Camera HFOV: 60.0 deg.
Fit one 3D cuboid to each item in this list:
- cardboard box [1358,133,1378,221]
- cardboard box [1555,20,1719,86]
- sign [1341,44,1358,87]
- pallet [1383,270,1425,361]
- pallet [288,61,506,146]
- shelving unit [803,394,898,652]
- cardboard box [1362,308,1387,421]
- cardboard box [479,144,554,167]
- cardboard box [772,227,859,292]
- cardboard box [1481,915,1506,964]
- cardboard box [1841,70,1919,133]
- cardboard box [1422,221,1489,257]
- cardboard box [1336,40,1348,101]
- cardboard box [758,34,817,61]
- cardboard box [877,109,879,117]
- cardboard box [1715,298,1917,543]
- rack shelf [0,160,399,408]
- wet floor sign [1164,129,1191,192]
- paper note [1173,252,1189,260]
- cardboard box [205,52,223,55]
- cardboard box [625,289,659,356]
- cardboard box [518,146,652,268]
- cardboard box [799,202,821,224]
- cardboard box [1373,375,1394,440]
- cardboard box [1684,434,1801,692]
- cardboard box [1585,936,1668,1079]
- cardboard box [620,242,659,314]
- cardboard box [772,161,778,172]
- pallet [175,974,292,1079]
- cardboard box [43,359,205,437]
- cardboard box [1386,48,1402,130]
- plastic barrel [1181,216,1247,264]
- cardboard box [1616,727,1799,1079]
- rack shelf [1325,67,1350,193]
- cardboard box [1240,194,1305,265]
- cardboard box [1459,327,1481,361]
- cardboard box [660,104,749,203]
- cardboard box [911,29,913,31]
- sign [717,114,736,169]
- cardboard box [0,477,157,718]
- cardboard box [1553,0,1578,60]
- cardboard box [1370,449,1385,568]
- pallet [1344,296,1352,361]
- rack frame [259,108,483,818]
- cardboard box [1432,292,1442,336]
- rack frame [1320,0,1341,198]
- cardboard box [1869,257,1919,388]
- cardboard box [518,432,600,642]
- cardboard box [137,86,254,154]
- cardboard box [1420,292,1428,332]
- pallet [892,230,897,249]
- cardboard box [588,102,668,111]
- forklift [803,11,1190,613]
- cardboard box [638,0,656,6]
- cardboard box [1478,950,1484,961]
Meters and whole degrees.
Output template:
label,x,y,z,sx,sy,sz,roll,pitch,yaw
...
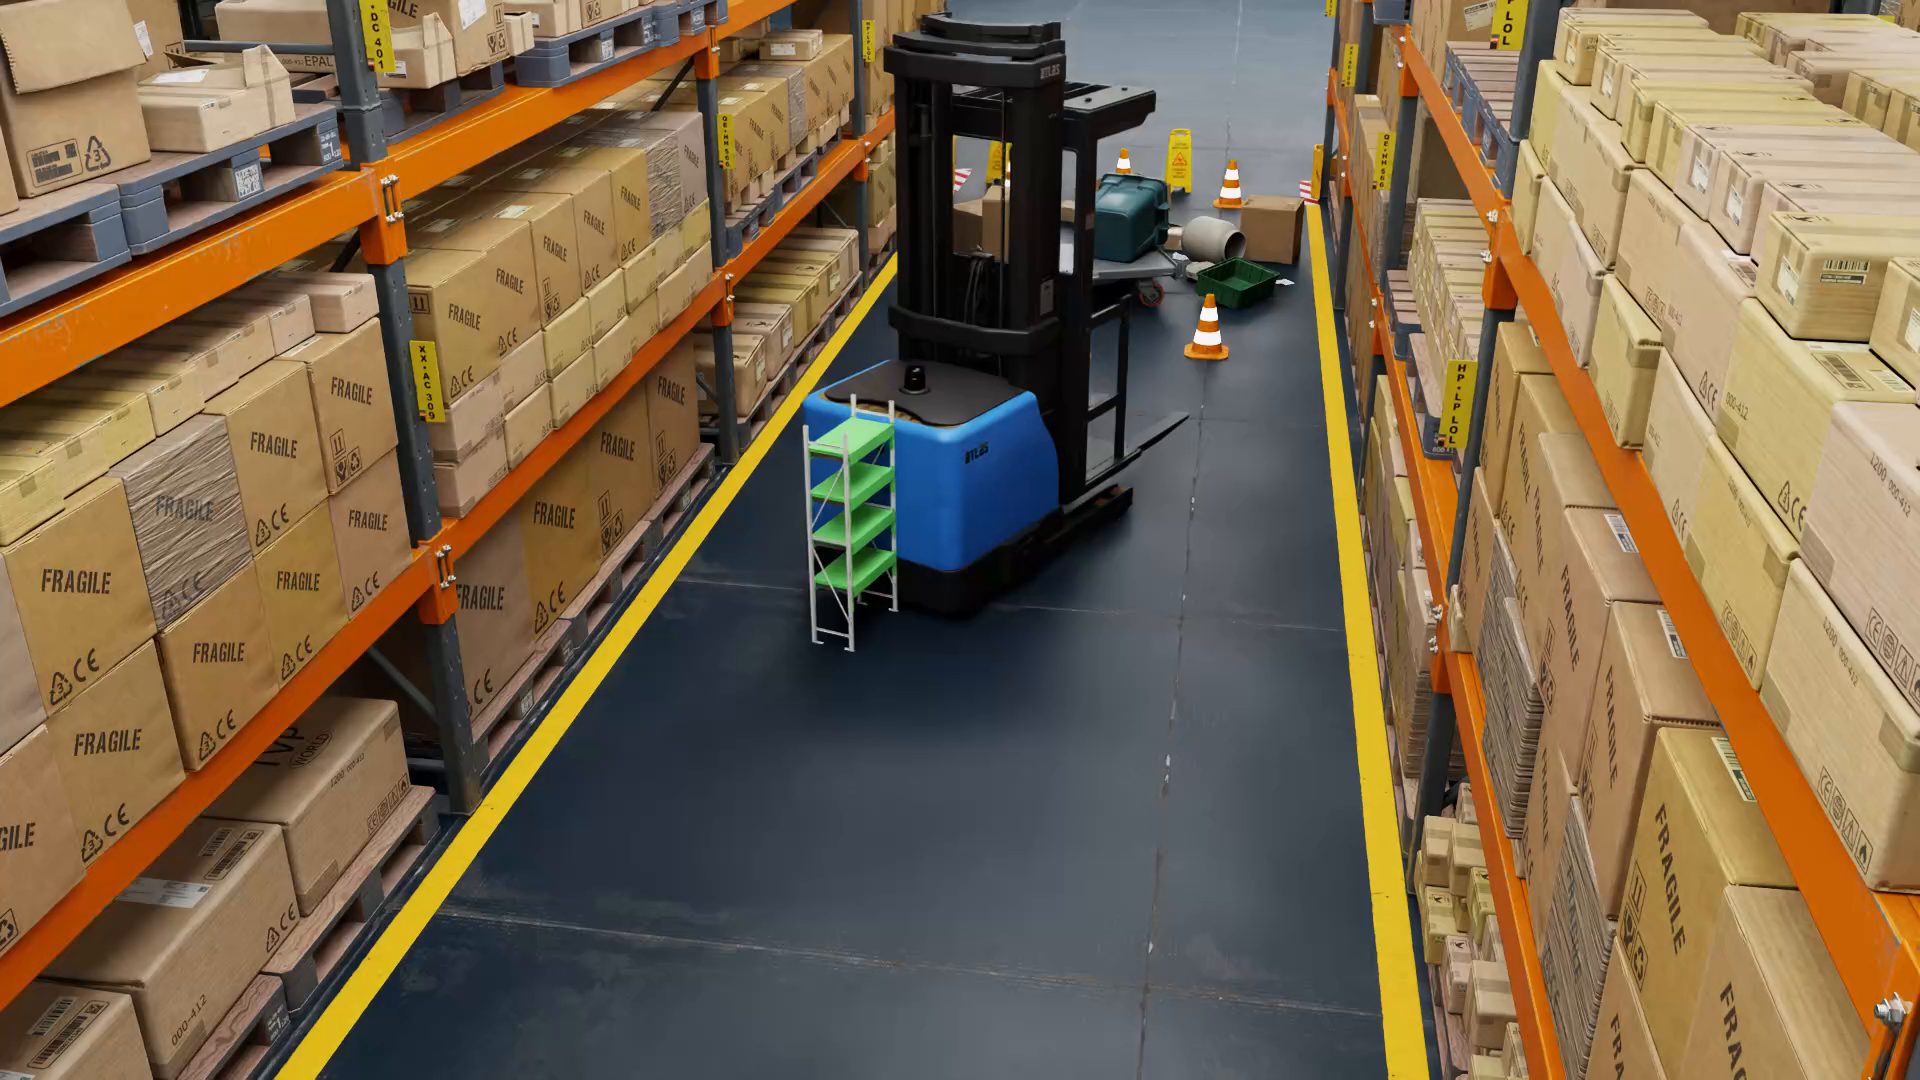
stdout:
label,x,y,z,sx,sy,sz,roll,pitch,yaw
cardboard box,3.010,-2.474,11.380,0.500,0.500,0.500,4,25,9
cardboard box,1.940,-1.398,4.777,0.380,0.149,0.250,3,25,6
sign,3.063,-3.729,13.063,0.100,0.325,0.005,4,25,9
pallet,2.946,-1.198,8.996,1.213,0.211,1.003,4,25,9
pallet,-2.495,-1.876,6.908,0.805,0.209,1.217,3,25,6
shelving unit,-0.551,-0.087,8.520,0.258,1.200,0.503,11,27,23
cardboard box,3.146,-1.010,10.527,1.050,0.750,0.750,4,25,8
cardboard box,-2.436,-1.776,8.708,0.500,0.500,0.500,5,25,10
cardboard box,-1.372,-2.344,13.824,0.950,0.372,0.625,4,25,9
cardboard box,1.927,1.375,5.439,0.380,0.149,0.250,3,25,7
cardboard box,2.360,-1.028,3.987,0.380,0.149,0.250,3,25,6
cardboard box,2.605,-1.541,8.603,0.380,0.149,0.250,4,25,8
cardboard box,3.965,-4.388,15.410,0.875,0.550,0.550,4,25,9
cardboard box,-1.263,-3.613,12.202,0.380,0.149,0.250,3,25,6
cardboard box,-0.918,-3.782,14.587,0.380,0.149,0.250,4,25,8
cardboard box,1.556,-0.185,2.656,0.500,0.250,0.500,3,25,7
rack shelf,-2.923,-0.414,4.406,1.077,0.370,4.000,4,25,9
wet floor sign,2.316,-4.019,17.574,0.267,0.644,0.232,0,25,-1
paper note,2.028,-2.609,15.298,0.172,0.023,0.155,13,28,26
cardboard box,-6.048,-3.977,13.826,0.380,0.149,0.250,4,25,8
cardboard box,-1.935,-1.169,8.886,0.500,0.250,0.500,4,25,8
cardboard box,-1.933,-1.732,8.614,0.500,0.500,0.500,4,25,9
cardboard box,-1.457,-3.114,14.728,0.500,0.500,0.500,4,25,8
cardboard box,2.606,-0.716,9.310,0.500,0.250,0.500,3,25,6
cardboard box,1.539,0.043,2.758,0.500,0.250,0.500,4,25,9
cardboard box,1.559,1.155,3.275,0.500,0.500,0.500,4,25,8
cardboard box,-1.915,-1.399,8.787,0.500,0.250,0.500,3,25,7
cardboard box,-1.501,-2.658,11.691,0.380,0.149,0.250,5,26,11
pallet,-2.995,1.870,5.507,1.003,0.211,1.213,4,25,9
cardboard box,-2.562,-0.438,5.085,0.380,0.149,0.250,4,25,8
cardboard box,3.371,-3.126,11.593,0.700,0.500,0.500,4,25,9
plastic barrel,2.283,-2.677,14.969,0.421,0.421,0.512,-20,32,-36
cardboard box,1.562,0.703,3.062,0.500,0.500,0.500,3,25,7
rack shelf,3.938,-3.773,15.122,1.077,0.370,4.000,4,25,9
cardboard box,2.852,-2.852,15.251,0.500,0.500,0.500,8,26,18
cardboard box,2.307,-0.774,6.965,0.380,0.149,0.250,4,25,8
cardboard box,-1.641,-2.433,10.445,0.500,0.500,0.500,3,25,7
cardboard box,-0.725,-4.542,15.445,0.500,0.500,0.500,4,25,9
sign,-1.395,-2.378,9.926,0.100,0.325,0.005,4,25,9
cardboard box,-2.656,0.135,4.626,0.500,0.500,0.500,4,25,9
cardboard box,2.686,-2.149,6.648,0.797,0.503,0.637,4,25,8
cardboard box,2.511,-0.159,9.005,0.500,0.500,0.500,4,25,9
pallet,3.559,-1.672,13.073,1.003,0.211,1.213,4,25,9
rack frame,-2.596,-0.218,6.677,1.000,3.000,0.127,4,25,9
cardboard box,2.471,-1.074,7.956,0.380,0.149,0.250,4,25,8
rack frame,4.265,-4.936,16.756,1.000,3.000,0.127,4,25,9
cardboard box,1.592,-0.305,2.441,0.380,0.149,0.250,3,25,7
cardboard box,-2.434,-0.089,8.412,0.875,0.875,0.875,5,26,10
cardboard box,-2.428,-1.298,5.129,0.380,0.149,0.250,5,25,10
cardboard box,2.555,-1.155,8.480,0.380,0.149,0.250,5,26,11
pallet,-1.017,-3.096,16.114,1.003,0.211,1.213,4,25,9
cardboard box,-2.143,-2.470,10.525,0.500,0.500,0.500,3,25,7
forklift,0.392,-1.517,9.533,1.130,2.935,3.031,16,30,31
cardboard box,-1.917,-3.057,8.592,0.700,0.500,0.500,3,25,6
cardboard box,1.925,1.508,5.507,0.380,0.149,0.250,3,25,6
